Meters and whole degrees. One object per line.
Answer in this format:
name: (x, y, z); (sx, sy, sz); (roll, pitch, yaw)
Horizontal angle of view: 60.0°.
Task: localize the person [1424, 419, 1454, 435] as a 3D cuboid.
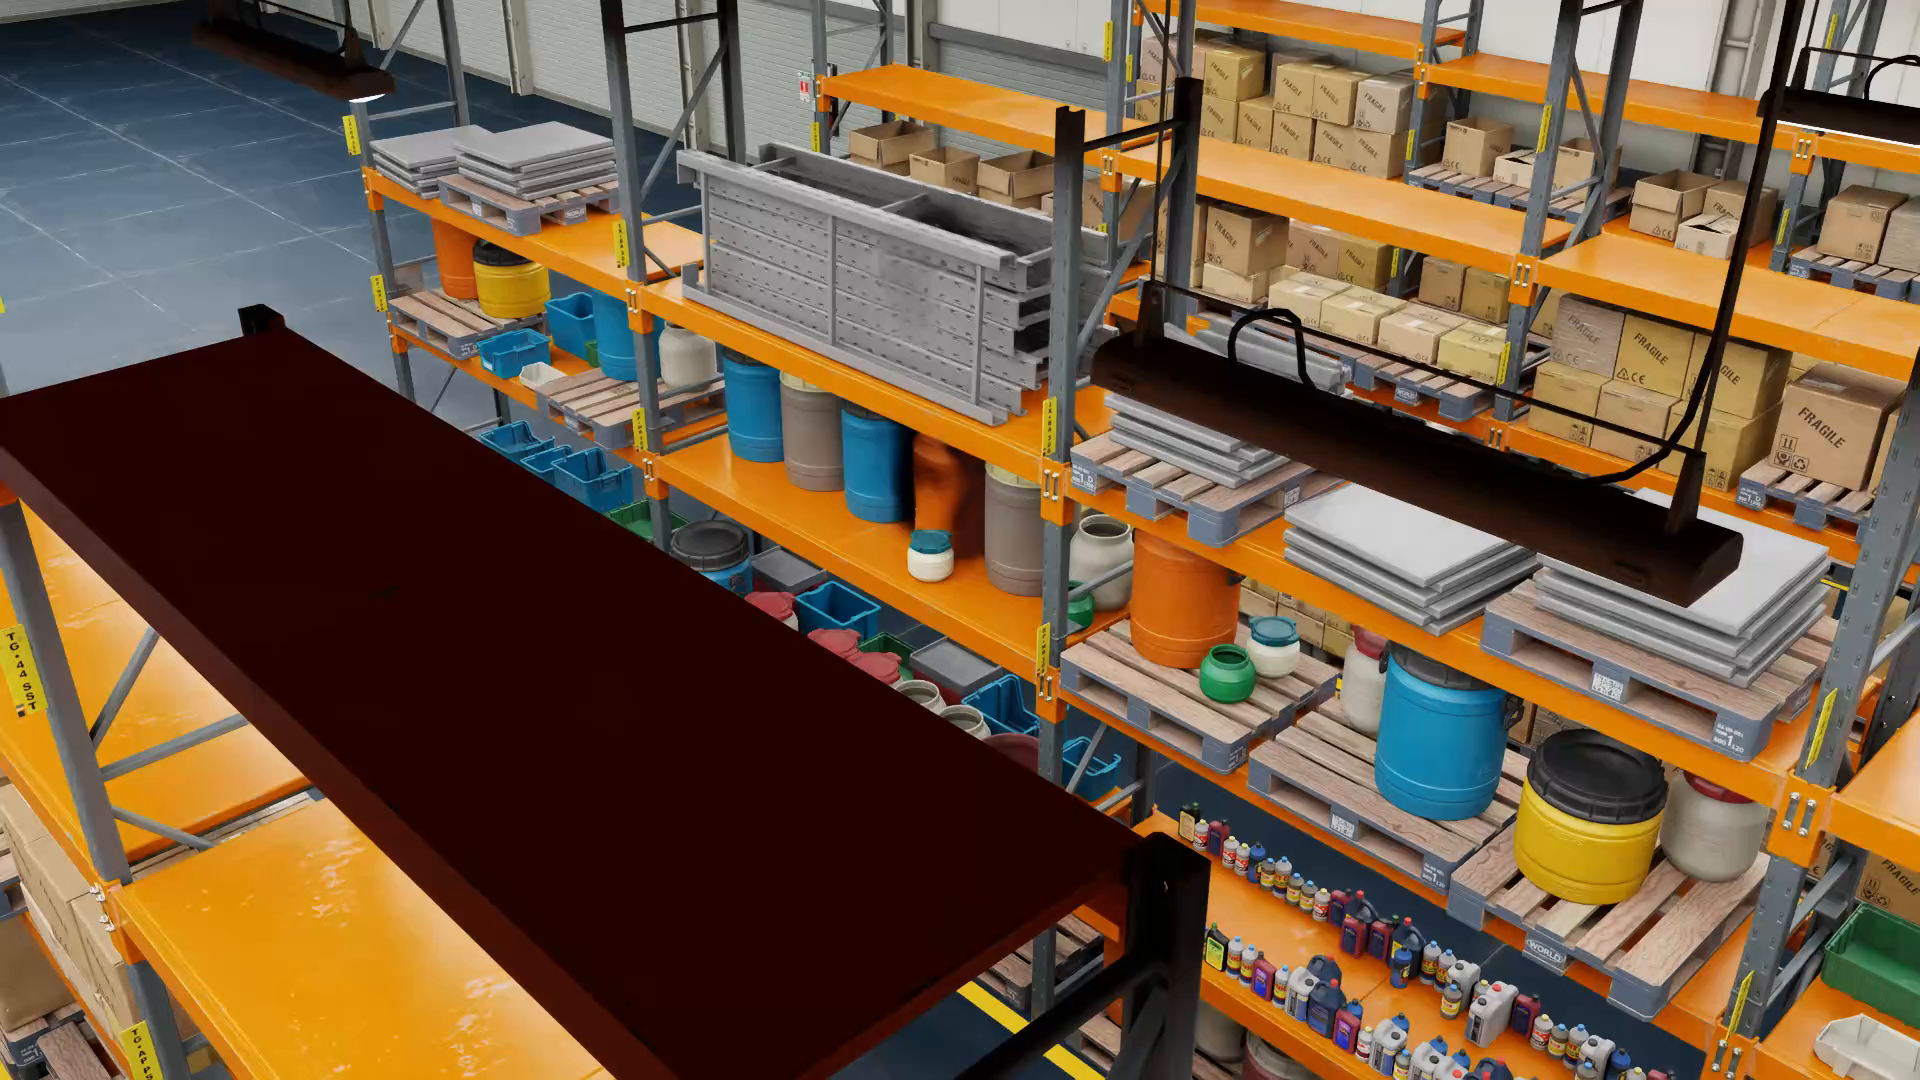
person: (4.564, -0.638, 16.207); (0.609, 1.818, 0.832); (-23, 36, -36)
